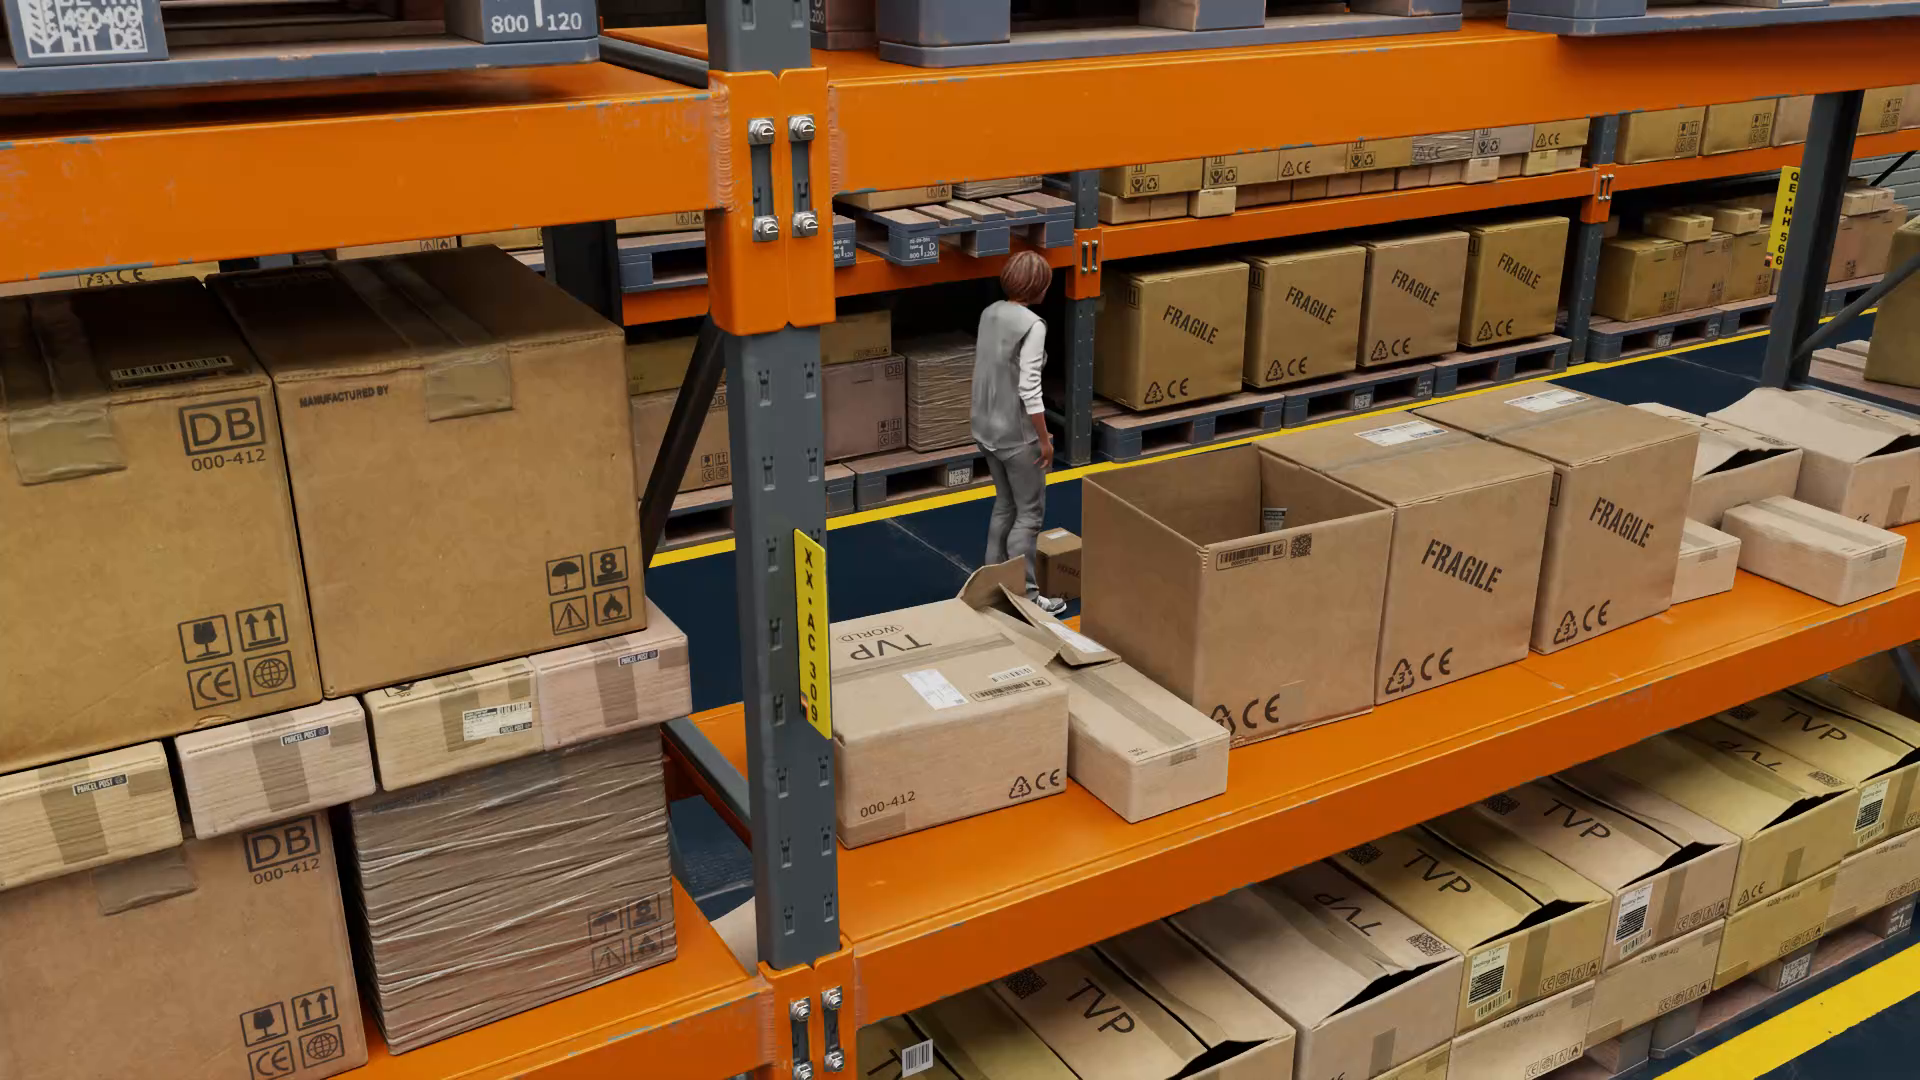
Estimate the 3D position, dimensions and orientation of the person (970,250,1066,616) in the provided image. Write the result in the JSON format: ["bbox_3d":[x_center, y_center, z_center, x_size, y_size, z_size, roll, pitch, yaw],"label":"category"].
[{"bbox_3d":[0.241,-0.456,7.226,0.364,1.593,0.463,-13,25,-28],"label":"person"}]
